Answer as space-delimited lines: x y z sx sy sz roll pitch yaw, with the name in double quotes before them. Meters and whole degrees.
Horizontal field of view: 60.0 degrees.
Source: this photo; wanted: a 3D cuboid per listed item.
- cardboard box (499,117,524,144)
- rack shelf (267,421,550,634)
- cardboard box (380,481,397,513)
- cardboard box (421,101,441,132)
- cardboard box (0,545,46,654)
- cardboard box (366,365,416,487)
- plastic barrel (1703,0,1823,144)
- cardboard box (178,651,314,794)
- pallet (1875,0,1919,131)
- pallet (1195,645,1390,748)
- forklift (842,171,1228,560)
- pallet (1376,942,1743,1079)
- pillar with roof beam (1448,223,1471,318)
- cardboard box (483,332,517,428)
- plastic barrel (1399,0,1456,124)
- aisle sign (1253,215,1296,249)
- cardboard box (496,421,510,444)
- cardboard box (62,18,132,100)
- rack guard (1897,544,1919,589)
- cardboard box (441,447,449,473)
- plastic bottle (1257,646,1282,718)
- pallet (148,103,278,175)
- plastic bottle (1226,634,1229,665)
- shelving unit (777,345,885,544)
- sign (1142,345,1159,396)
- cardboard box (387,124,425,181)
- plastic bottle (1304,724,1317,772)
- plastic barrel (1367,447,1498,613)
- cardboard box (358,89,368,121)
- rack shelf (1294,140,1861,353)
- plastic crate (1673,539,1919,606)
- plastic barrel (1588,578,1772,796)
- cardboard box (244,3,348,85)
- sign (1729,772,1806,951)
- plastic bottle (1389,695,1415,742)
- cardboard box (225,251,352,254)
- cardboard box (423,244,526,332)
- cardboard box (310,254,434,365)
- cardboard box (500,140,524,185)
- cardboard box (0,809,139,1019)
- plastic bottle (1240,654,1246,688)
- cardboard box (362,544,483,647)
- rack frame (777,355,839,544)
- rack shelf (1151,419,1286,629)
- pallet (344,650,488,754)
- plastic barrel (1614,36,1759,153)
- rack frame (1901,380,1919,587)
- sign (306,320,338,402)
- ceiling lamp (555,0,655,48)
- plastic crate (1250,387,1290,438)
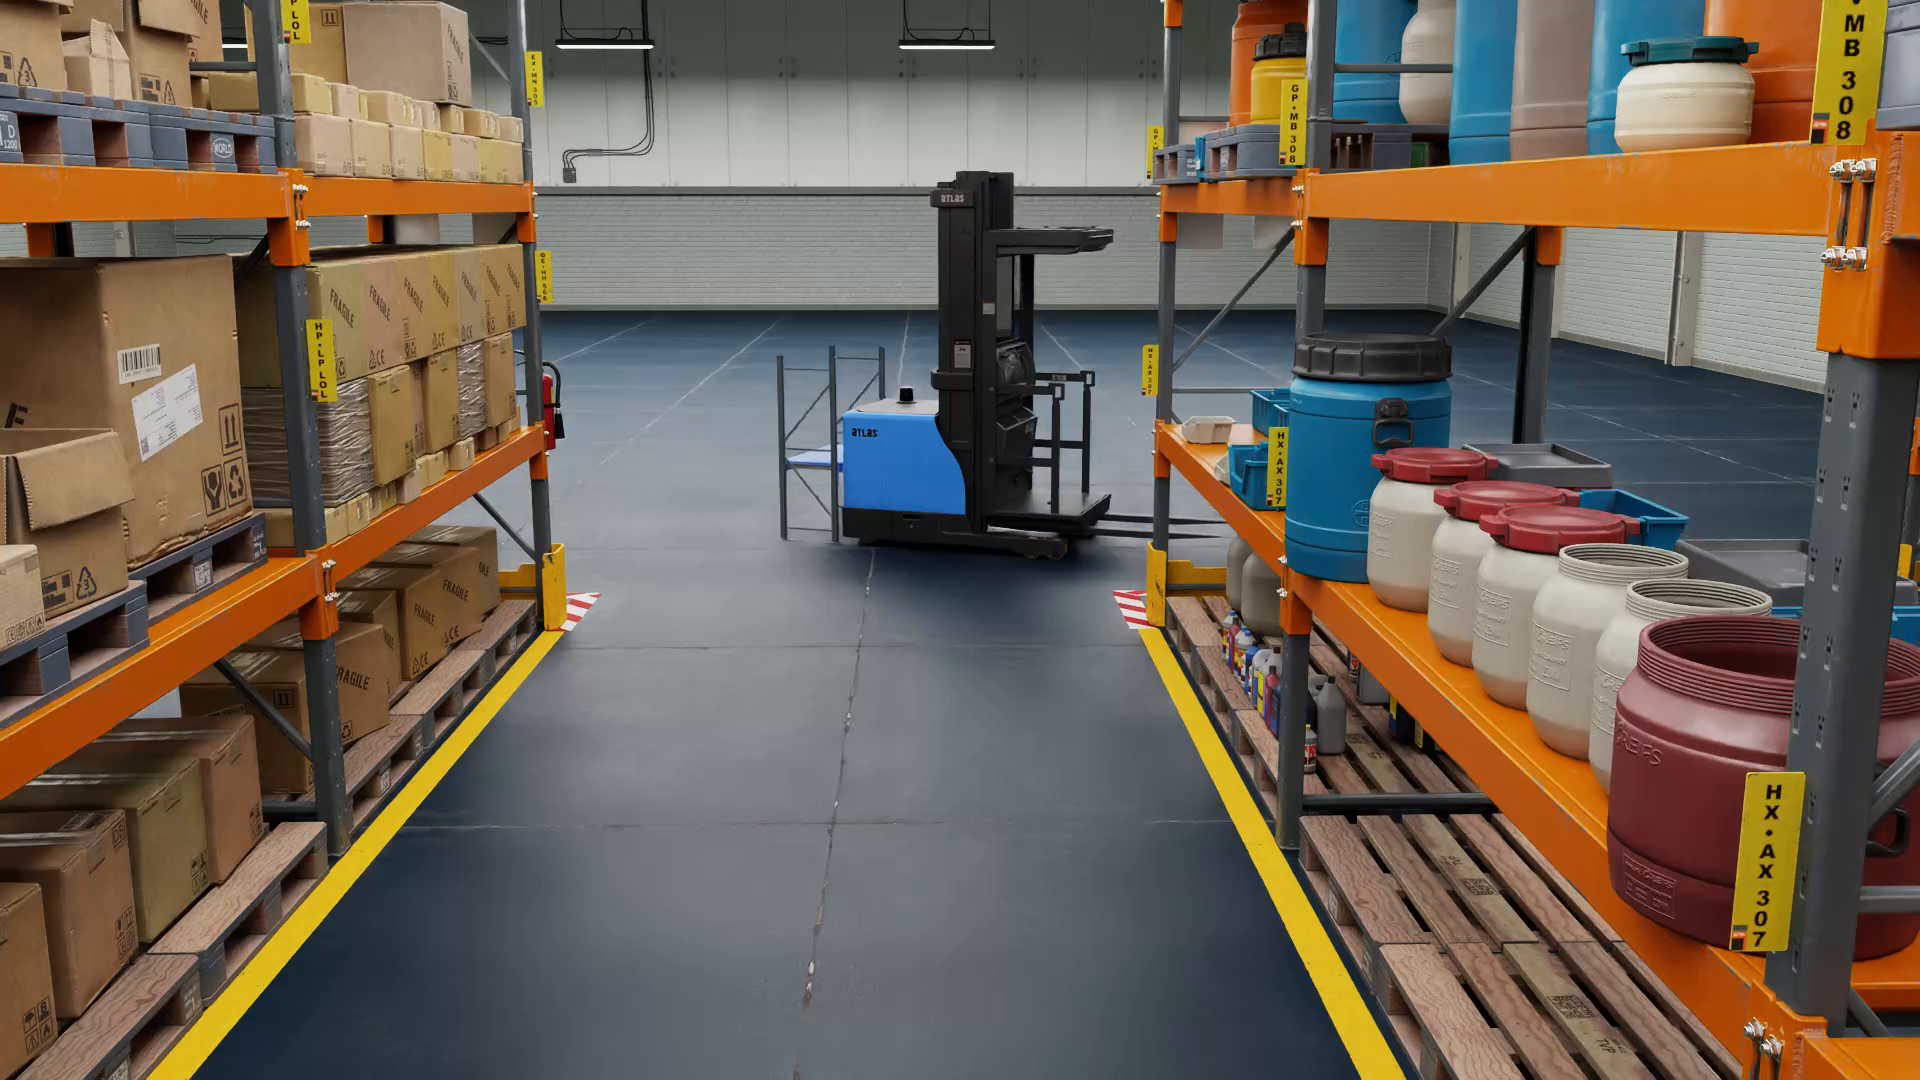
"cardboard box" -2.859 -2.476 10.048 0.380 0.149 0.250 0 11 -1
"rack shelf" -3.136 -0.188 8.749 1.077 0.370 4.000 0 11 -1
"cardboard box" -2.838 -0.212 7.694 0.380 0.149 0.250 0 11 -1
"cardboard box" -2.880 -2.162 8.504 0.380 0.149 0.250 -1 11 -4
"cardboard box" -2.816 0.186 4.418 0.500 0.250 0.500 -1 11 -3
"cardboard box" -3.017 -0.527 7.611 0.875 0.500 0.500 0 11 -1
"plastic barrel" 2.127 -1.343 4.008 0.600 0.830 0.708 0 11 -1
"cardboard box" -3.063 0.797 7.317 0.500 0.500 0.500 -1 11 -3
"pallet" 1.858 -0.593 1.868 1.003 0.211 1.213 0 11 -1
"pallet" 1.857 0.827 8.952 1.003 0.211 1.213 0 11 -1
"forklift" 0.628 -1.399 13.084 3.031 2.935 1.130 4 12 18
"pallet" 1.941 1.603 5.128 1.003 0.211 1.213 0 11 -1
"pillar with roof beam" 7.635 -9.749 38.981 9.100 9.000 0.548 0 11 -1
"cardboard box" -3.063 -0.924 9.571 0.875 0.500 0.500 0 11 -1
"plastic barrel" 2.045 -1.980 6.893 0.421 0.512 0.421 0 11 0
"aisle sign" 2.070 -2.248 10.555 0.394 0.787 0.004 0 11 -1
"cardboard box" -2.903 -0.660 9.898 0.380 0.149 0.250 0 11 -1
"cardboard box" -2.975 -1.566 5.472 0.396 0.266 0.258 0 11 1
"rack guard" 6.727 0.243 11.106 1.175 0.500 0.348 0 11 -1
"cardboard box" -2.893 -0.411 8.673 0.380 0.149 0.250 0 11 -1
"plastic bottle" 1.546 0.690 8.167 0.144 0.351 0.185 0 11 -2
"pallet" -3.188 -1.397 5.831 1.213 0.211 1.003 0 11 -1
"plastic bottle" 1.503 0.580 9.088 0.097 0.201 0.097 0 11 0
"shelving unit" -1.047 -0.816 13.804 0.538 1.500 1.048 4 12 19
"sign" 1.225 -1.092 10.703 0.100 0.325 0.005 0 11 -1
"cardboard box" -2.863 -1.834 7.886 0.500 0.250 0.500 -1 11 -3
"plastic bottle" 1.539 0.922 7.402 0.097 0.201 0.097 0 11 0
"plastic barrel" 1.658 -0.038 5.863 0.433 0.535 0.433 0 11 0
"cardboard box" -2.899 -1.956 7.485 0.380 0.149 0.250 0 11 1
"rack shelf" 1.899 -0.883 4.632 1.077 0.370 4.000 0 11 -1
"plastic crate" 2.213 0.278 4.482 0.402 0.464 0.583 0 11 -1
"plastic barrel" 1.705 0.374 3.891 0.421 0.512 0.421 0 11 0
"cardboard box" -3.416 -2.551 8.789 0.500 0.500 0.500 0 11 -1
"sign" 1.390 0.556 2.864 0.100 0.325 0.005 0 11 -1
"plastic bottle" 2.112 0.758 7.834 0.144 0.351 0.185 0 11 -1
"cardboard box" -3.407 -1.214 8.484 0.500 0.500 0.500 0 11 -1
"cardboard box" -2.918 -1.514 9.964 0.500 0.500 0.500 0 11 -1
"cardboard box" -2.871 -1.117 8.005 0.500 0.500 0.500 0 11 -1
"cardboard box" -2.913 -2.239 9.886 0.500 0.250 0.500 0 11 0
"cardboard box" -3.100 1.195 5.305 0.700 0.500 0.500 -1 12 -6
"plastic bottle" 1.512 0.667 8.658 0.097 0.201 0.097 0 11 0
"cardboard box" -3.134 0.324 9.647 0.500 0.500 0.500 3 12 14
"rack frame" -1.220 -0.721 13.335 0.500 1.500 0.032 4 12 19
"rack shelf" 1.816 -0.208 8.849 1.077 0.370 4.000 0 11 -1
"pallet" -3.172 0.848 8.851 1.003 0.211 1.213 0 11 -1
"plastic barrel" 1.681 -1.022 3.856 0.301 0.262 0.301 0 11 0
"rack frame" 6.727 -0.978 10.834 1.000 3.000 0.127 0 11 -1
"sign" -2.539 -0.713 6.617 0.100 0.325 0.005 0 11 -1
"ceiling lamp" -7.337 -11.780 34.309 2.000 3.185 0.800 0 11 -1
"plastic crate" 2.084 -0.787 10.268 0.499 0.251 0.616 0 11 -1
